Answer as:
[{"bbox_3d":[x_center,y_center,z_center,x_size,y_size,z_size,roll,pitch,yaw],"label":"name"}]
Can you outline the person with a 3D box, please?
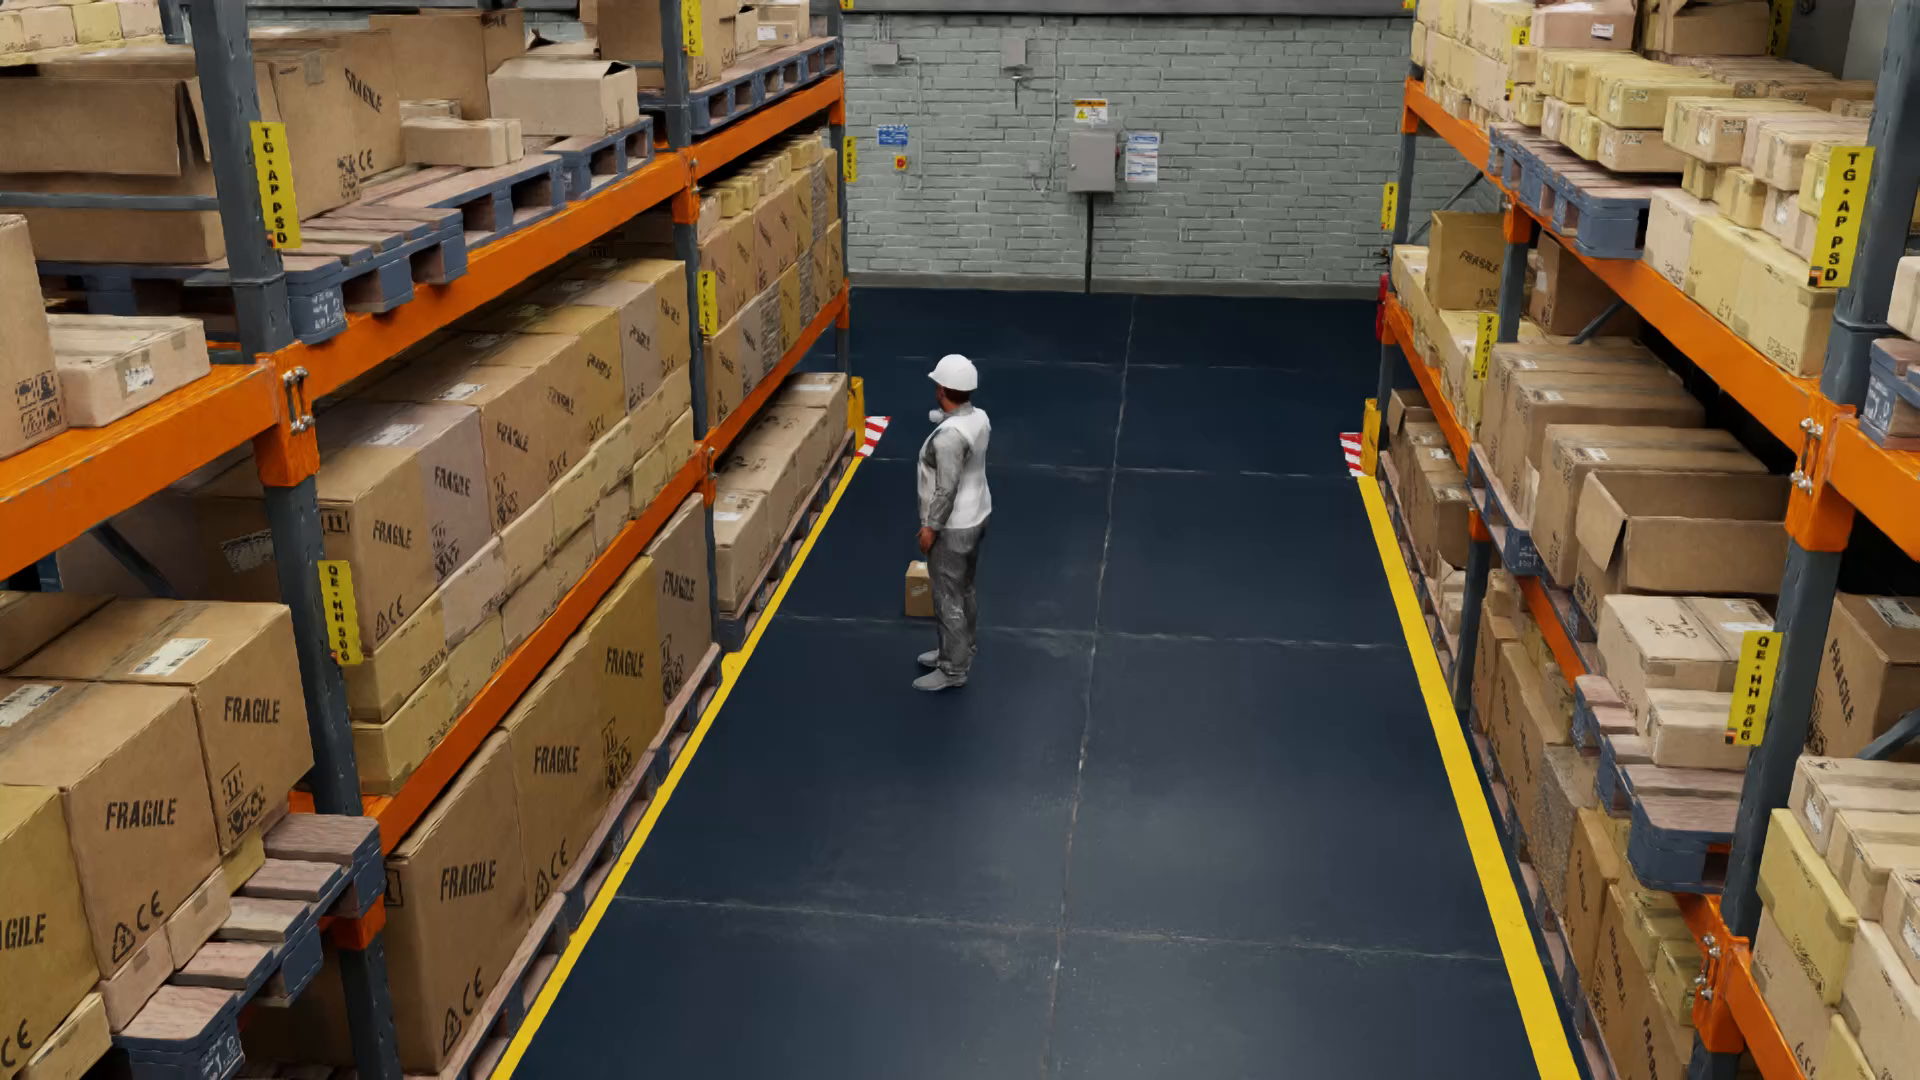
[{"bbox_3d":[-0.053,-0.096,8.777,0.415,1.813,0.588,7,22,18],"label":"person"}]
